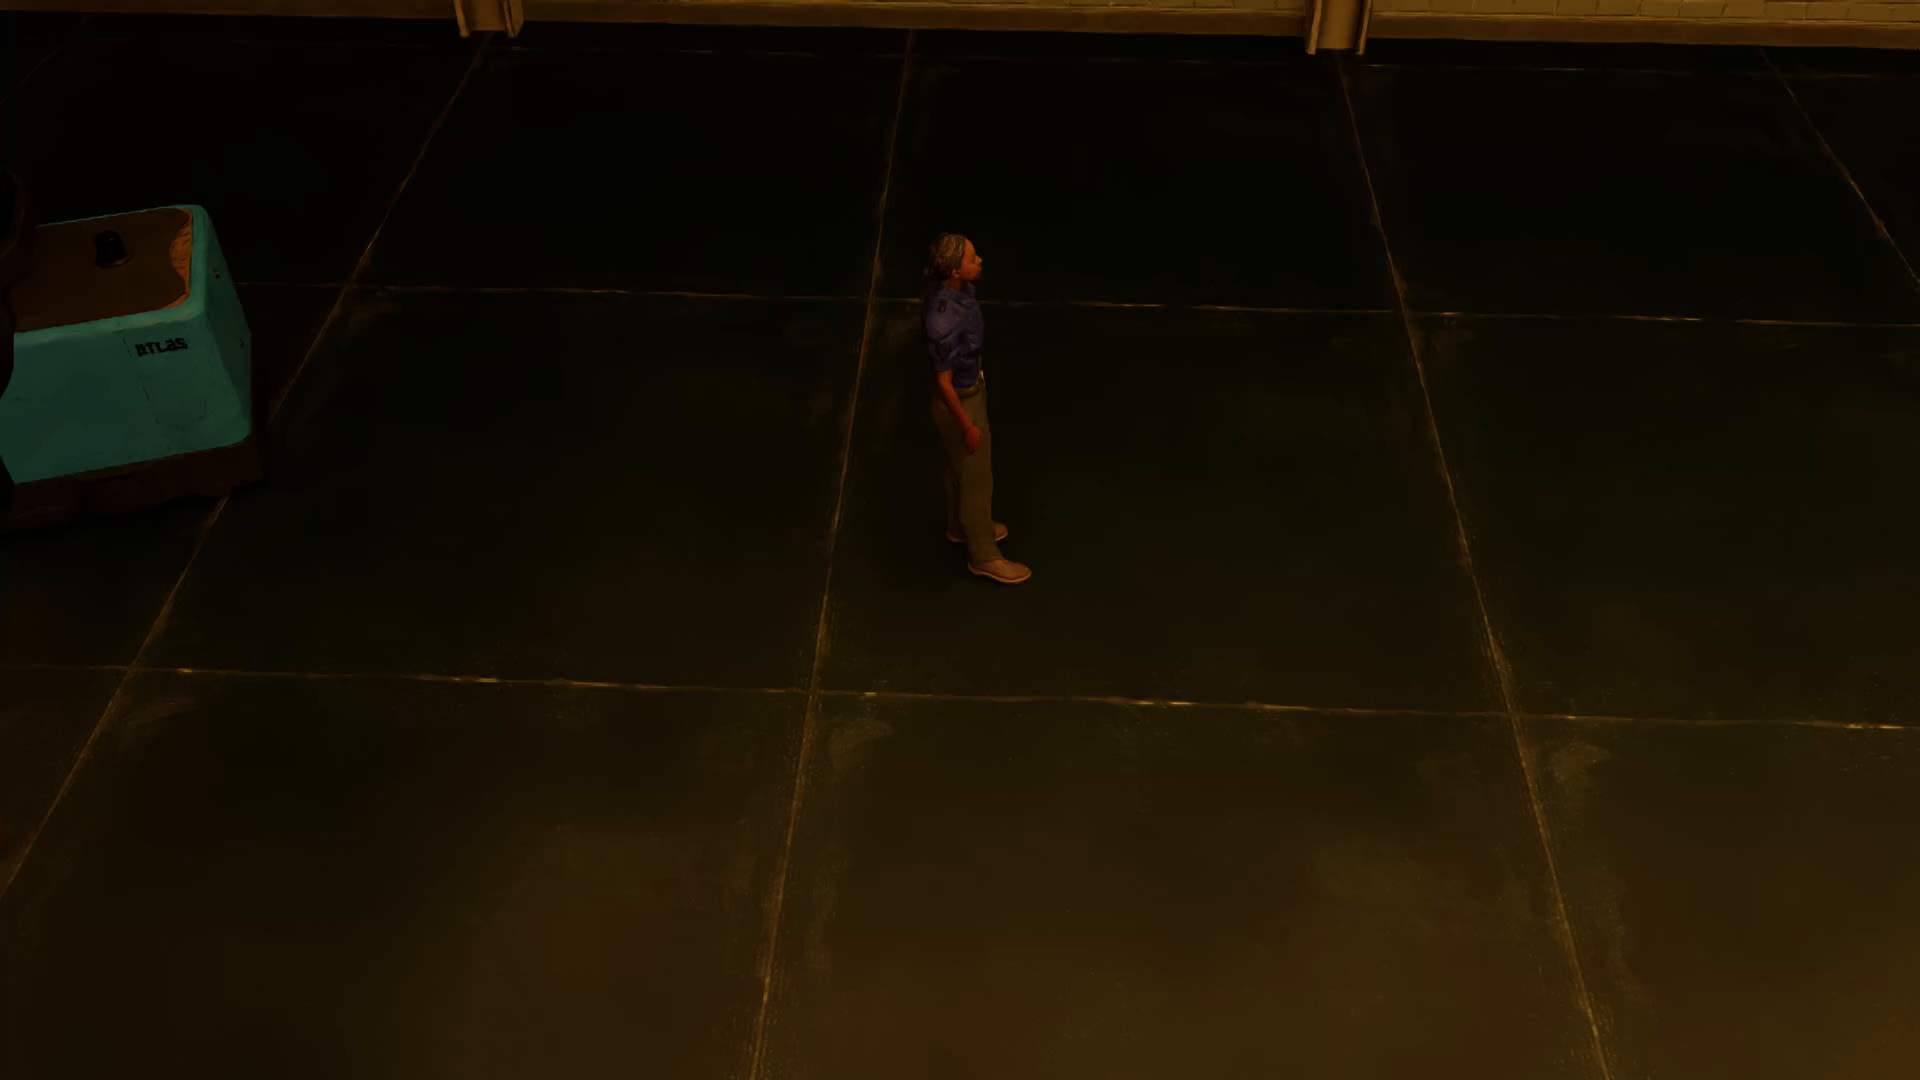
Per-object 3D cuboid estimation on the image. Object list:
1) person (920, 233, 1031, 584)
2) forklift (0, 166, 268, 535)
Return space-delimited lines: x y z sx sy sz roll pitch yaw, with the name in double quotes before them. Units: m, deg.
"person" 0.087 -0.600 7.336 0.503 1.654 0.570 2 42 2
"forklift" -4.985 -1.349 7.220 3.031 2.935 1.130 -12 44 -13
